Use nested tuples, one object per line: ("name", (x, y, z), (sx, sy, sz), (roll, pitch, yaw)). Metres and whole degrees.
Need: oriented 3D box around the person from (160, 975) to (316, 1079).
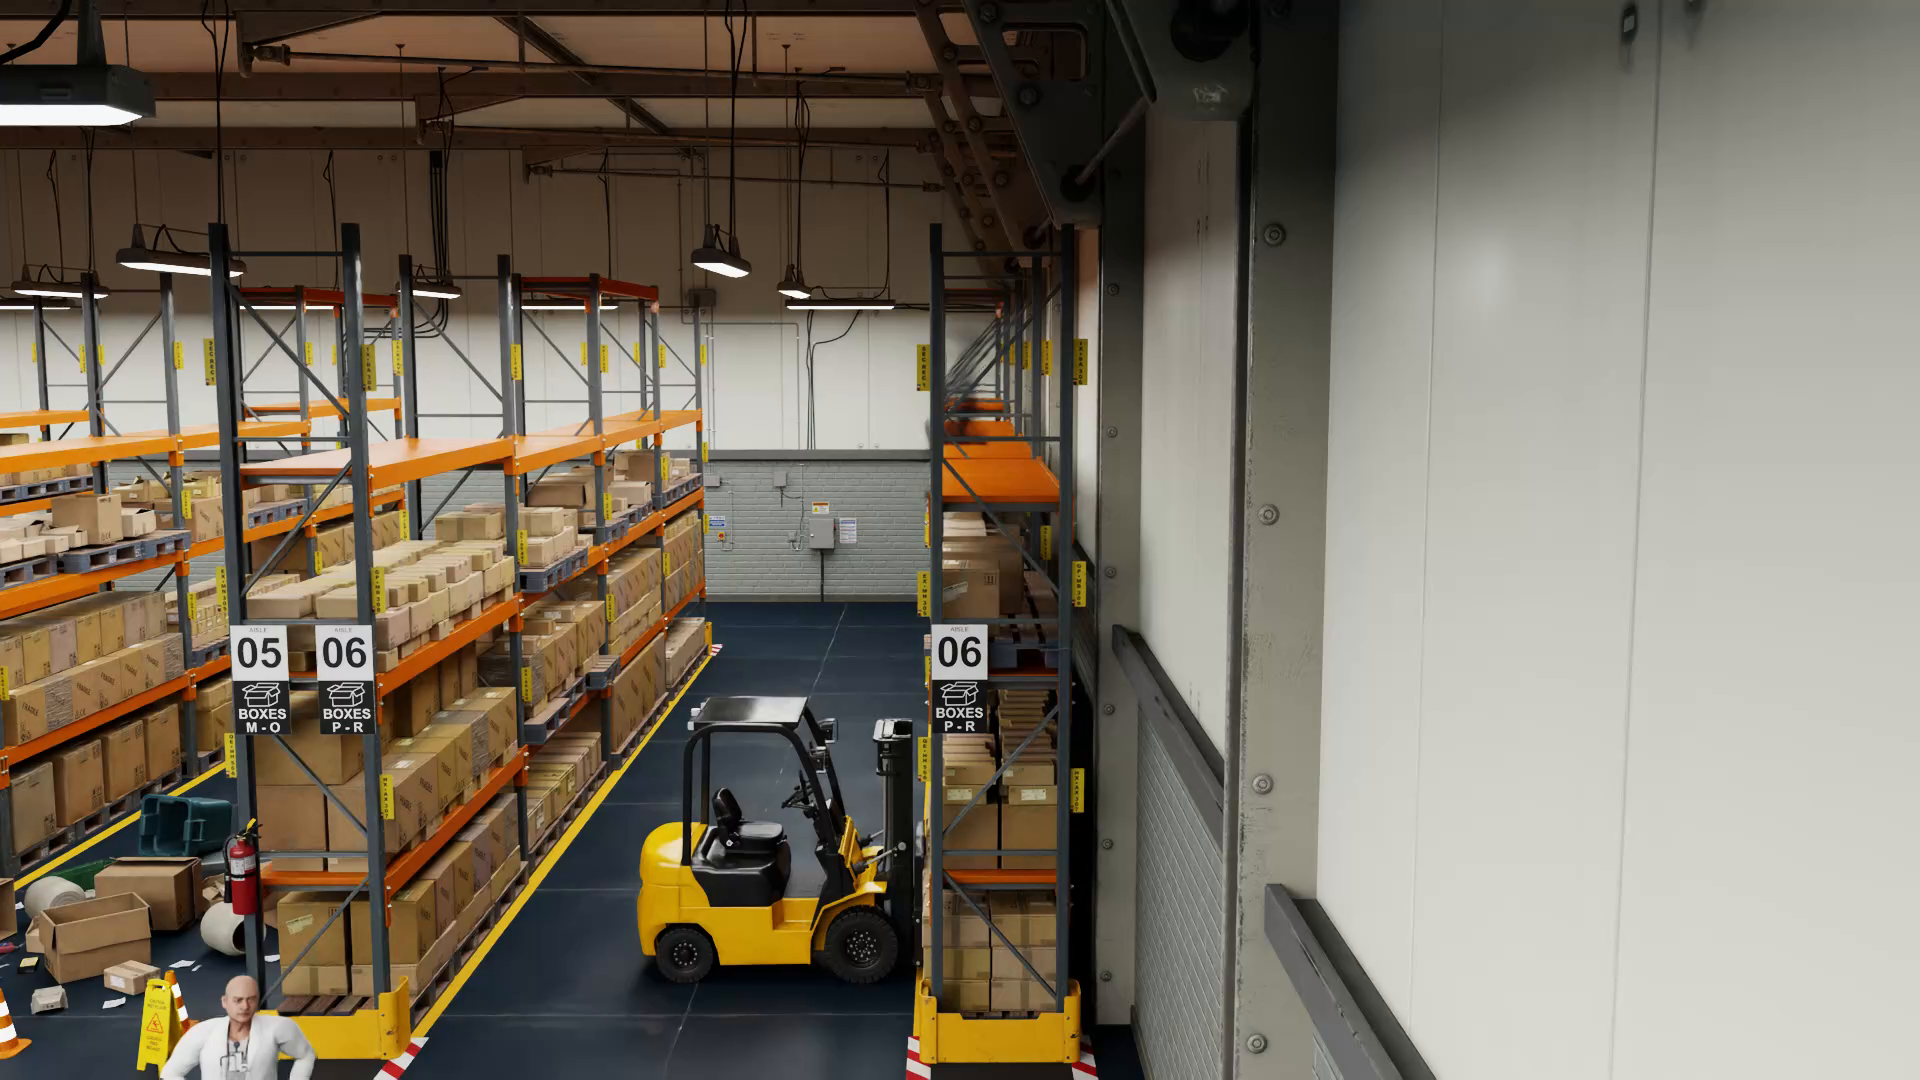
("person", (-3.980, 3.246, 9.158), (0.773, 1.718, 0.614), (-1, 7, -12))
